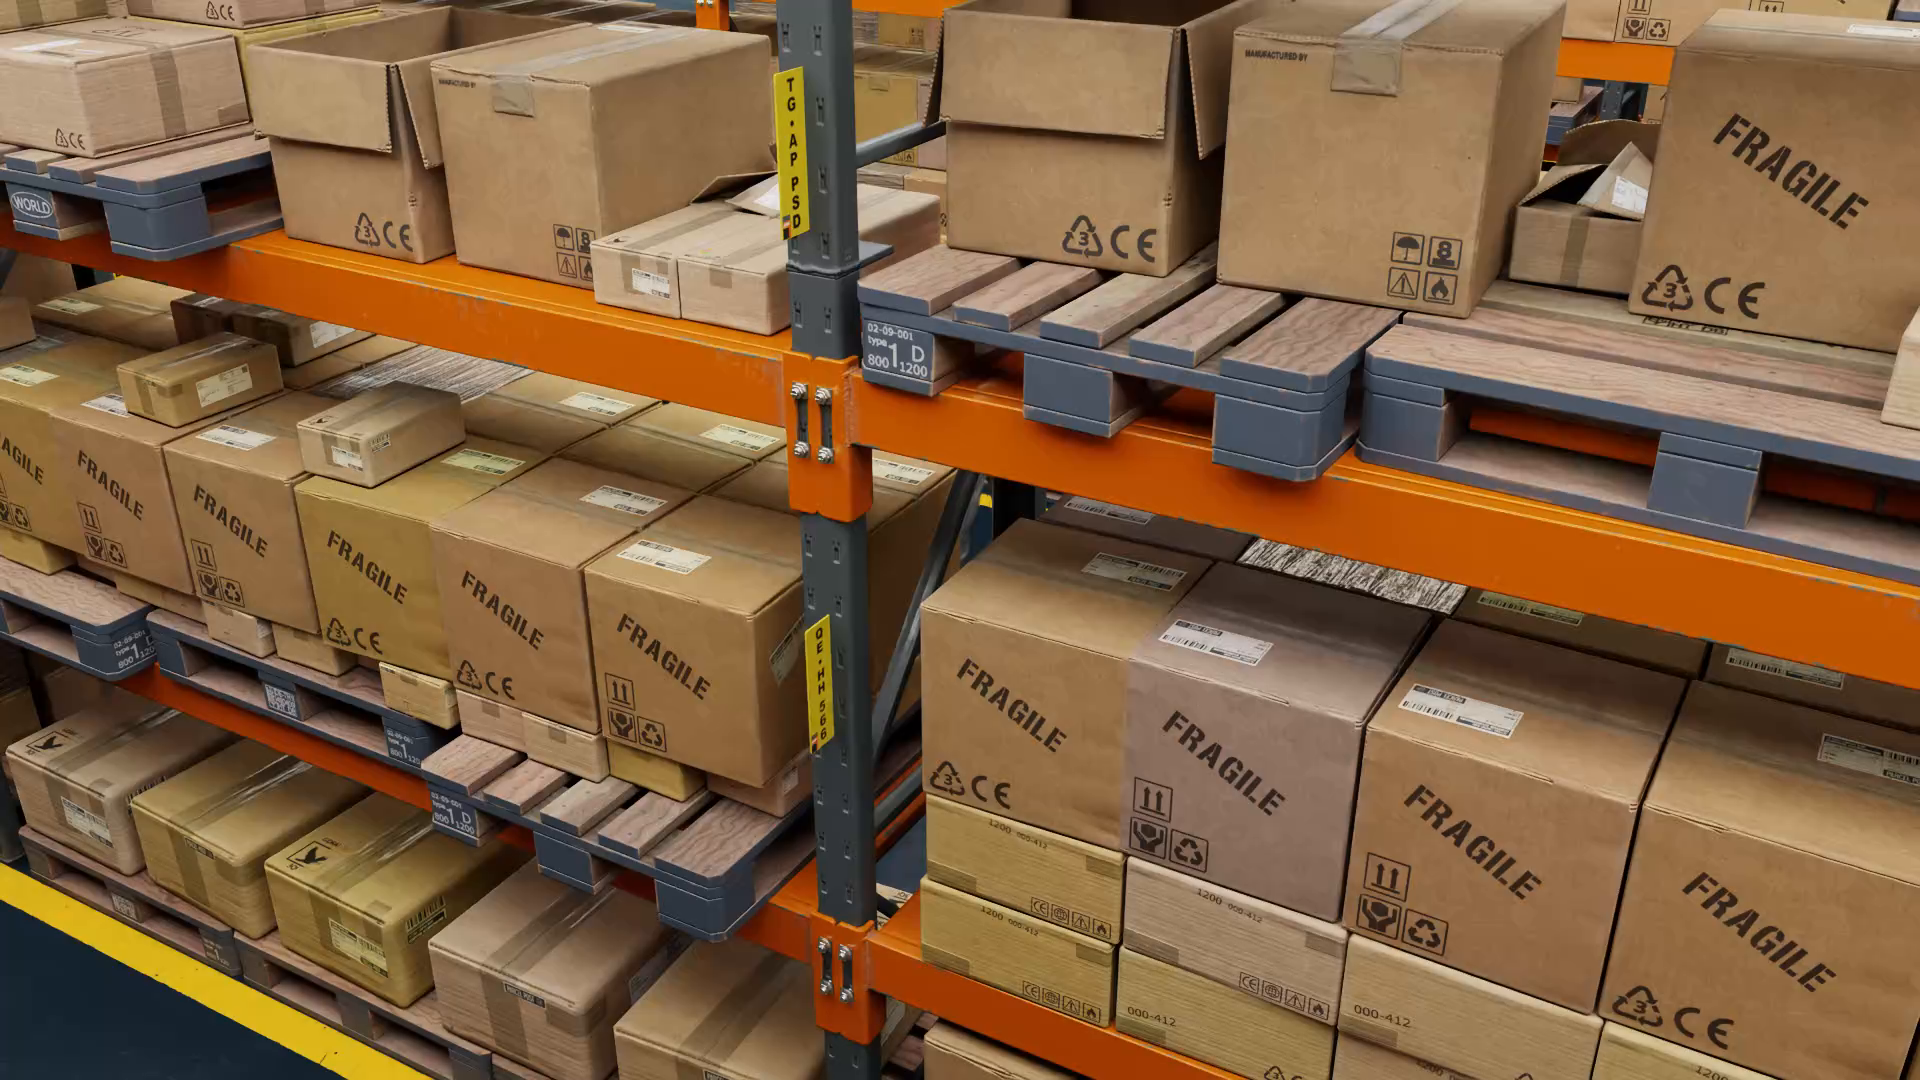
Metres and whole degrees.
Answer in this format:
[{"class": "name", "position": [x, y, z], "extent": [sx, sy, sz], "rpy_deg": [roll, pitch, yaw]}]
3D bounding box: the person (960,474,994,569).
[{"class": "person", "position": [0.109, -0.422, 7.945], "extent": [0.566, 1.781, 0.576], "rpy_deg": [-12, 29, -23]}]
